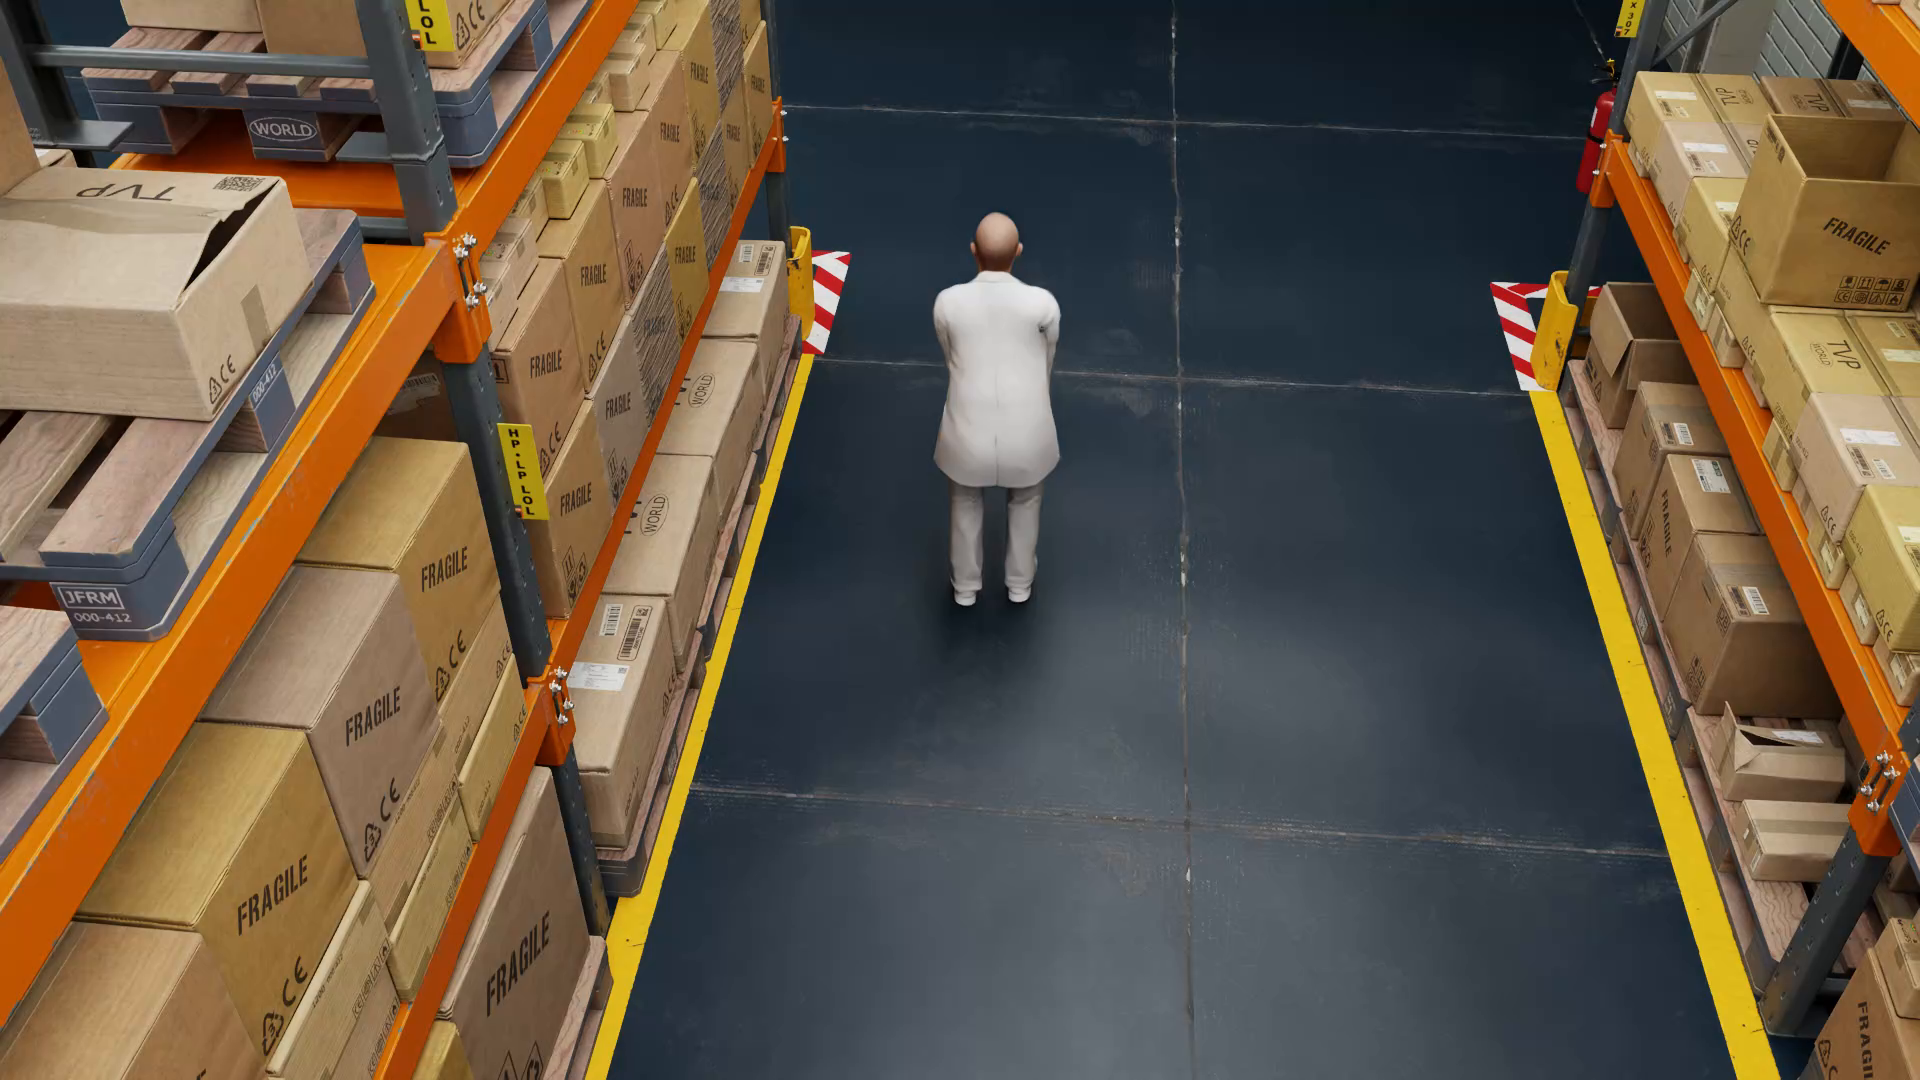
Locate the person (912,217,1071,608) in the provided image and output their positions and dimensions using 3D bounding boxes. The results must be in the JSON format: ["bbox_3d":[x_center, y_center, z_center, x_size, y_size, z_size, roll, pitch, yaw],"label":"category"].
[{"bbox_3d":[0.128,-0.481,6.752,0.644,1.772,0.429,1,40,1],"label":"person"}]
